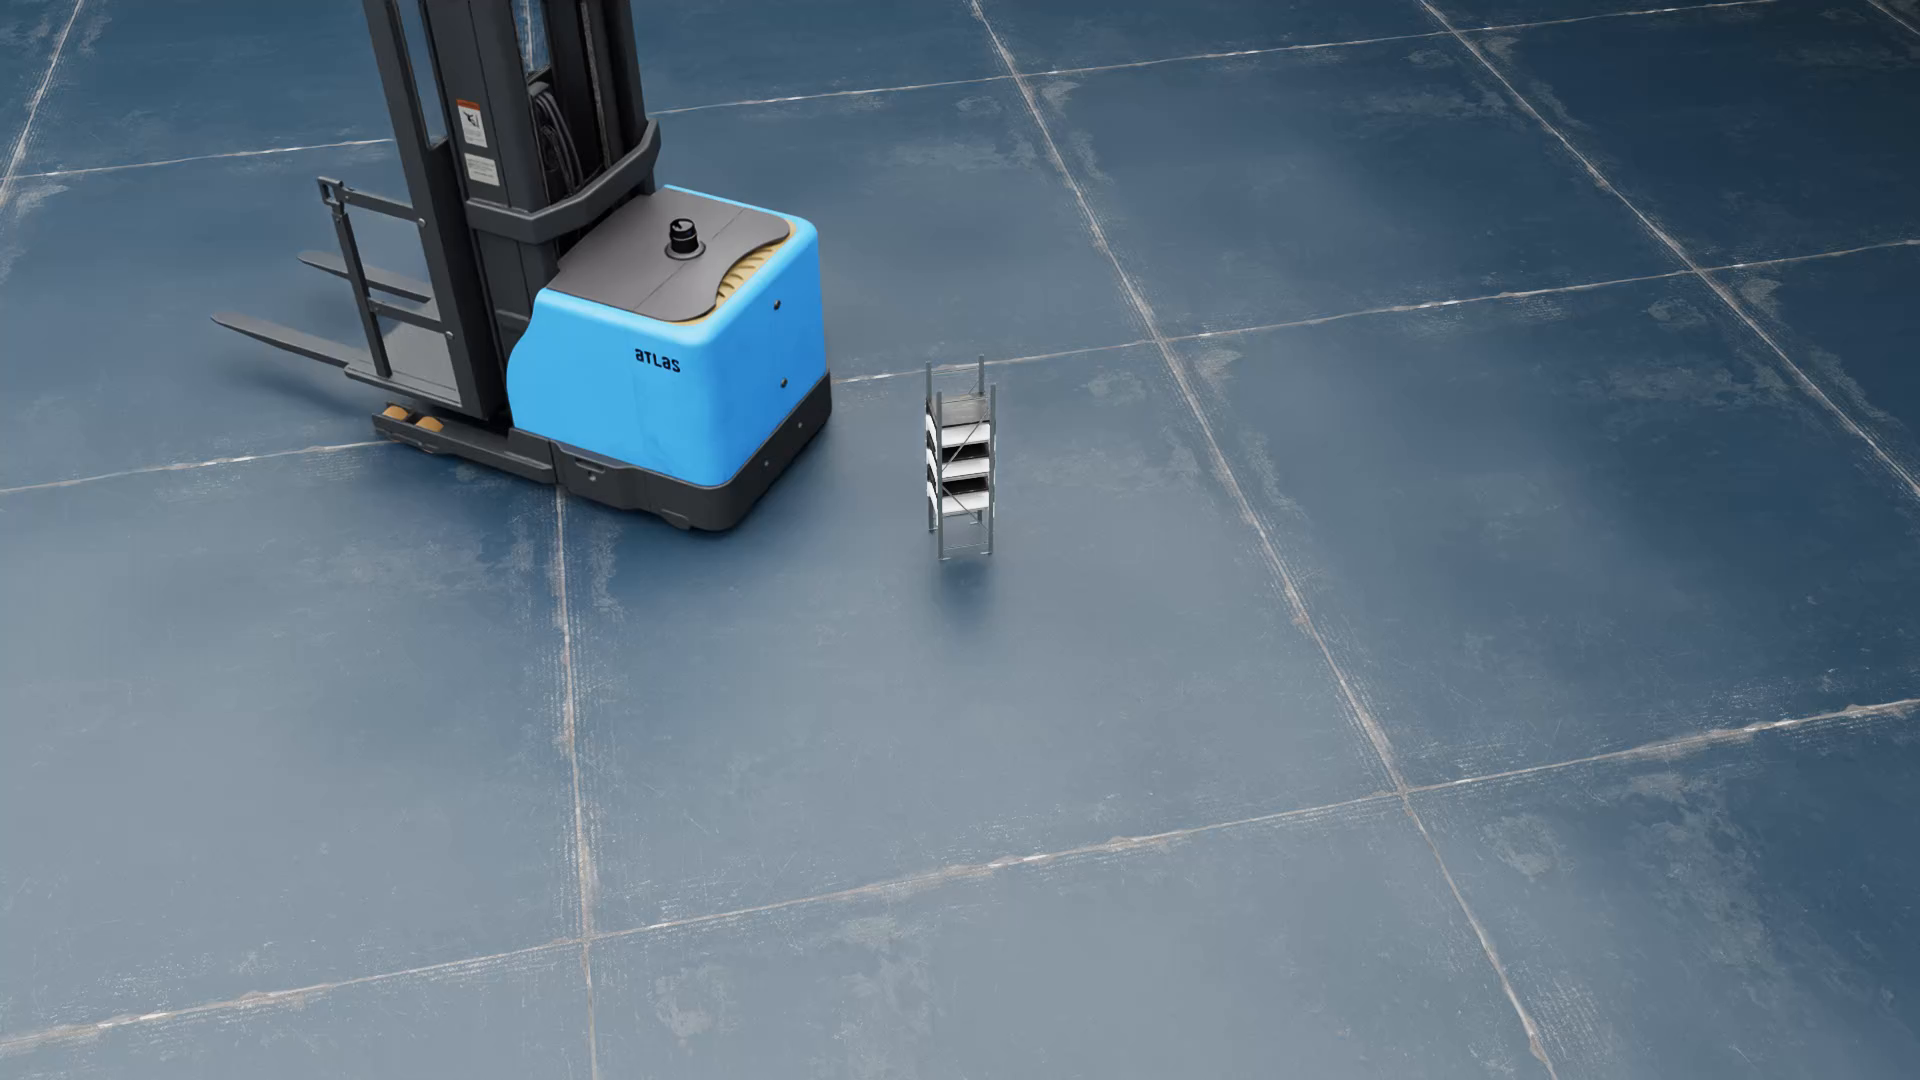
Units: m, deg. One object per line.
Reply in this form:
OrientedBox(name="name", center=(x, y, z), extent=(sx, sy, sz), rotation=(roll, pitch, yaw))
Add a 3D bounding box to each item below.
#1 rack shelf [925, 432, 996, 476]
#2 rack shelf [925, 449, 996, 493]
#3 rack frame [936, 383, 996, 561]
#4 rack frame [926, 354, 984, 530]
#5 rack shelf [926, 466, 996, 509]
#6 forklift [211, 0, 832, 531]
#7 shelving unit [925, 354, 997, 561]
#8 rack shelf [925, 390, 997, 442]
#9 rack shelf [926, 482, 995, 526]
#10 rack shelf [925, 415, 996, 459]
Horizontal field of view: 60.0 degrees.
OrientedBox(name="rack shelf", center=(0.002, -0.374, 6.908), extent=(0.258, 0.077, 0.200), rotation=(-8, 42, -9))
OrientedBox(name="rack shelf", center=(0.002, -0.306, 6.967), extent=(0.258, 0.077, 0.200), rotation=(-8, 42, -9))
OrientedBox(name="rack frame", center=(0.024, -0.265, 6.871), extent=(0.240, 0.900, 0.006), rotation=(-8, 42, -9))
OrientedBox(name="rack frame", center=(-0.020, -0.397, 7.020), extent=(0.240, 0.900, 0.006), rotation=(-8, 42, -9))
OrientedBox(name="rack shelf", center=(0.002, -0.239, 7.027), extent=(0.258, 0.077, 0.200), rotation=(-8, 42, -9))
OrientedBox(name="forklift", center=(-2.161, -1.798, 7.067), extent=(3.031, 2.935, 1.130), rotation=(17, 44, 18))
OrientedBox(name="shelving unit", center=(0.002, -0.331, 6.945), extent=(0.258, 0.900, 0.210), rotation=(-8, 42, -9))
OrientedBox(name="rack shelf", center=(0.002, -0.508, 6.788), extent=(0.258, 0.077, 0.200), rotation=(-8, 42, -9))
OrientedBox(name="rack shelf", center=(0.002, -0.172, 7.087), extent=(0.258, 0.077, 0.200), rotation=(-8, 42, -9))
OrientedBox(name="rack shelf", center=(0.002, -0.441, 6.848), extent=(0.258, 0.077, 0.200), rotation=(-8, 42, -9))
